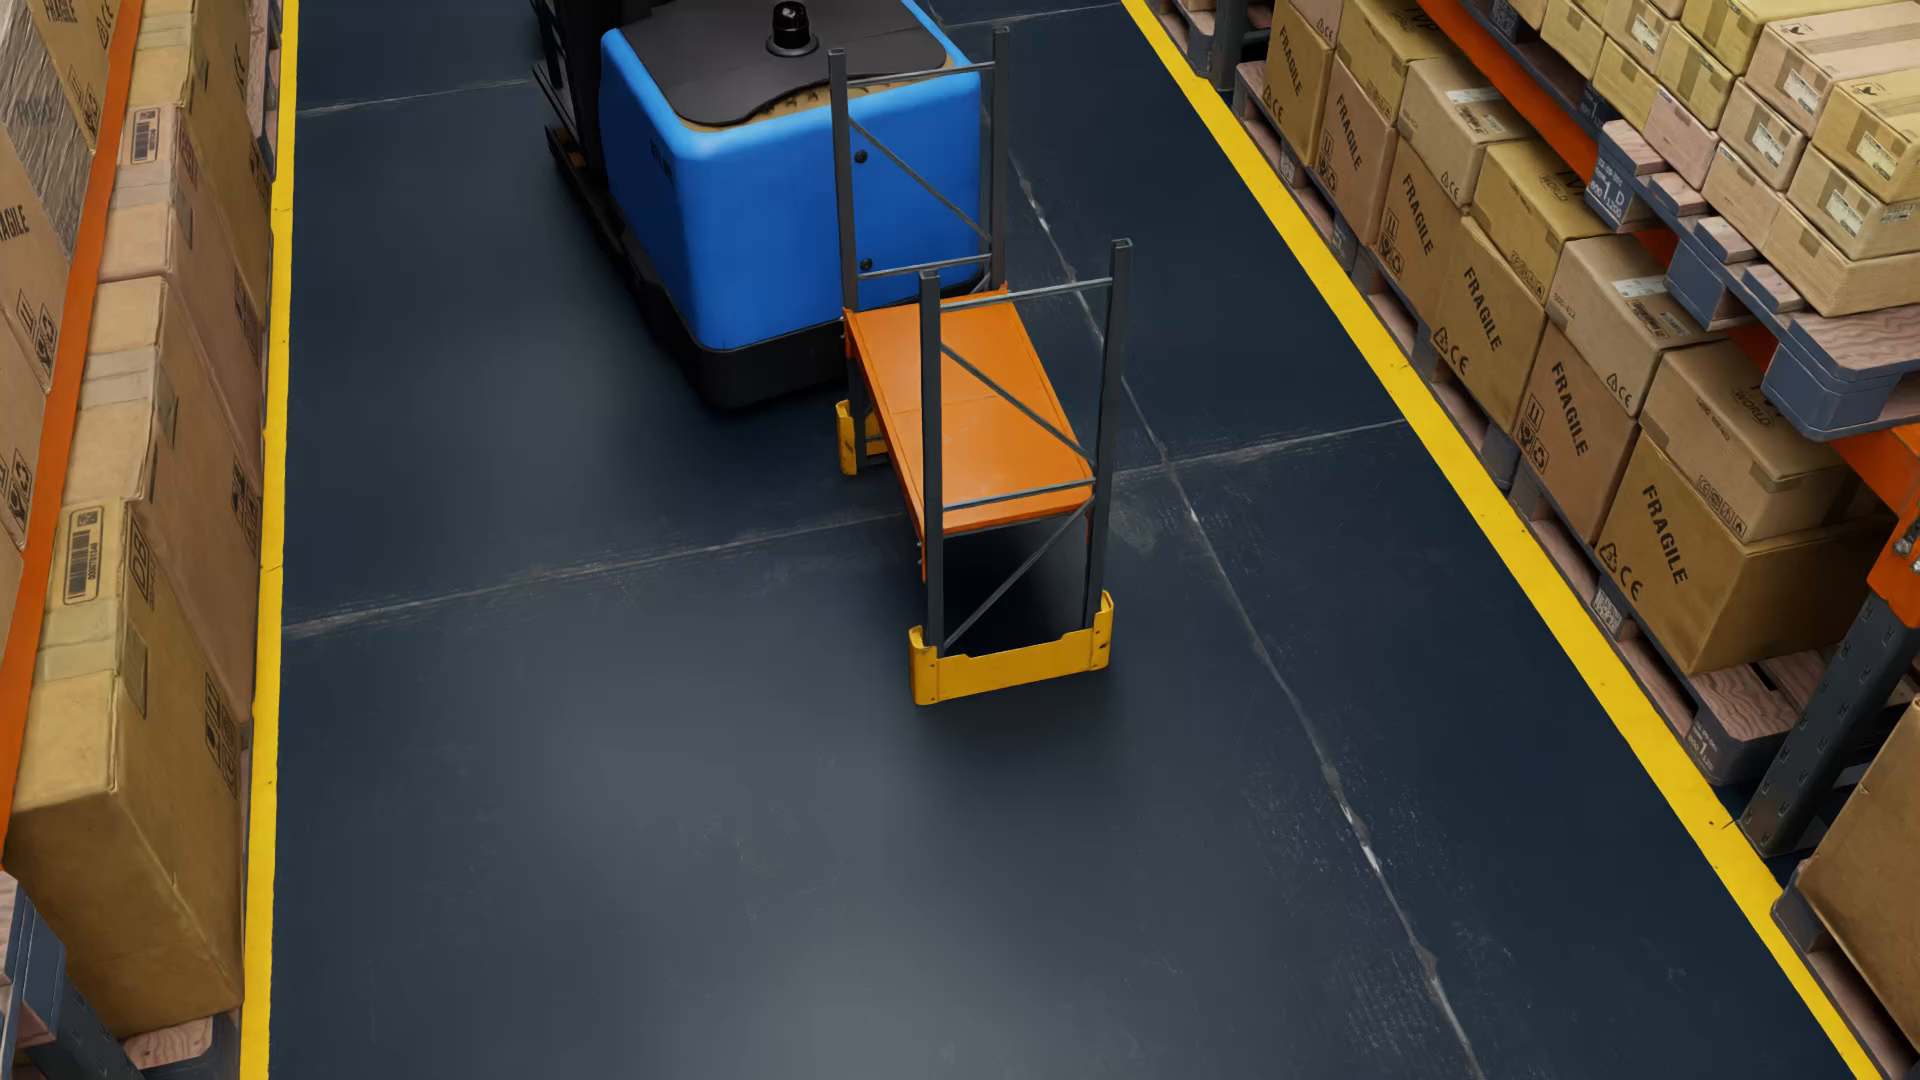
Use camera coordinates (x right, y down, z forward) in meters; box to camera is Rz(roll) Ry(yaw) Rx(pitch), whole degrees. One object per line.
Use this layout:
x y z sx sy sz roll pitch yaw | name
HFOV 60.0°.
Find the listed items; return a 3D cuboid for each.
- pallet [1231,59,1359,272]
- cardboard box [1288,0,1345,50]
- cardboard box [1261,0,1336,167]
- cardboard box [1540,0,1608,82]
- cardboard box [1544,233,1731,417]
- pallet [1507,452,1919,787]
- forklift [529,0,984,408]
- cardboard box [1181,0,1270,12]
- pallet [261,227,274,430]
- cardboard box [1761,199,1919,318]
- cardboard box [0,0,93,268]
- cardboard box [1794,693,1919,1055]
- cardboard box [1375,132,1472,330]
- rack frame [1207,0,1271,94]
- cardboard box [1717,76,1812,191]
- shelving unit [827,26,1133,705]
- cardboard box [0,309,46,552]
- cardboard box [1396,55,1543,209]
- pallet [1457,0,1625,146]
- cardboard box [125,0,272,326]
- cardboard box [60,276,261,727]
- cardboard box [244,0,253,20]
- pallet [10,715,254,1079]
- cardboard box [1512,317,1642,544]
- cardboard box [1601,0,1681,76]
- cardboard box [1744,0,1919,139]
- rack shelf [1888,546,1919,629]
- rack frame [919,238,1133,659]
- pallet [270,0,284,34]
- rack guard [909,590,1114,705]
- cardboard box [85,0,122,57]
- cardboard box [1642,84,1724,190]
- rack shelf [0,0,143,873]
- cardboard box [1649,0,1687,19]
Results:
1.772 -1.580 6.650 1.003 0.211 1.213 -11 47 -10 | pallet
1.505 -2.069 6.108 0.500 0.250 0.500 -13 47 -12 | cardboard box
1.504 -1.806 6.376 0.500 0.500 0.500 -9 46 -9 | cardboard box
1.766 -1.354 4.359 0.380 0.149 0.250 -13 47 -12 | cardboard box
2.027 -0.637 4.705 0.500 0.250 0.500 -10 46 -10 | cardboard box
2.397 0.105 4.999 1.003 0.211 1.213 -11 47 -10 | pallet
-1.010 -2.529 5.677 1.130 2.935 3.031 -19 49 -18 | forklift
1.142 -2.450 7.253 0.380 0.149 0.250 -10 46 -10 | cardboard box
-2.979 -0.761 5.848 1.003 0.211 1.213 -11 47 -10 | pallet
2.025 -0.647 3.666 0.380 0.149 0.250 -10 46 -10 | cardboard box
-2.481 -0.969 4.029 0.500 0.500 0.500 -11 47 -10 | cardboard box
2.665 0.746 3.700 1.050 0.750 0.750 -11 47 -11 | cardboard box
1.789 -1.082 5.666 0.500 0.500 0.500 -10 46 -10 | cardboard box
1.572 -3.093 6.181 1.000 3.000 0.127 -11 47 -10 | rack frame
1.959 -0.936 3.741 0.380 0.149 0.250 -9 46 -9 | cardboard box
0.020 -0.472 4.663 0.587 1.500 1.083 -11 47 -10 | shelving unit
-2.221 -0.270 3.344 0.500 0.500 0.500 -12 47 -11 | cardboard box
1.770 -1.349 5.403 0.500 0.250 0.500 -9 46 -9 | cardboard box
2.049 -1.623 4.875 1.003 0.211 1.213 -11 47 -10 | pallet
-3.066 -1.221 5.540 1.225 0.875 0.875 -11 47 -10 | cardboard box
-2.602 0.005 4.338 1.225 0.875 0.875 -11 47 -10 | cardboard box
-3.571 -2.751 7.039 0.875 0.875 0.875 -11 47 -10 | cardboard box
-2.354 0.924 4.197 1.003 0.211 1.213 -11 47 -10 | pallet
2.045 -0.369 4.968 0.500 0.500 0.500 -9 46 -9 | cardboard box
1.826 -1.290 4.088 0.380 0.149 0.250 -11 47 -10 | cardboard box
1.965 -1.027 3.621 0.380 0.149 0.250 -11 47 -11 | cardboard box
3.108 1.301 2.378 1.077 0.370 4.000 -11 47 -10 | rack shelf
0.152 -0.115 4.313 0.500 1.500 0.032 -11 47 -10 | rack frame
-3.684 -2.663 7.712 1.003 0.211 1.213 -11 47 -10 | pallet
0.147 0.309 4.772 0.587 0.250 0.087 -11 47 -10 | rack guard
-2.745 -1.675 4.721 0.500 0.500 0.500 -9 46 -9 | cardboard box
1.897 -0.996 4.008 0.380 0.149 0.250 -10 46 -10 | cardboard box
-2.737 -0.623 4.264 1.077 0.370 4.000 -11 47 -10 | rack shelf
1.826 -1.391 3.979 0.380 0.149 0.250 -9 46 -9 | cardboard box
